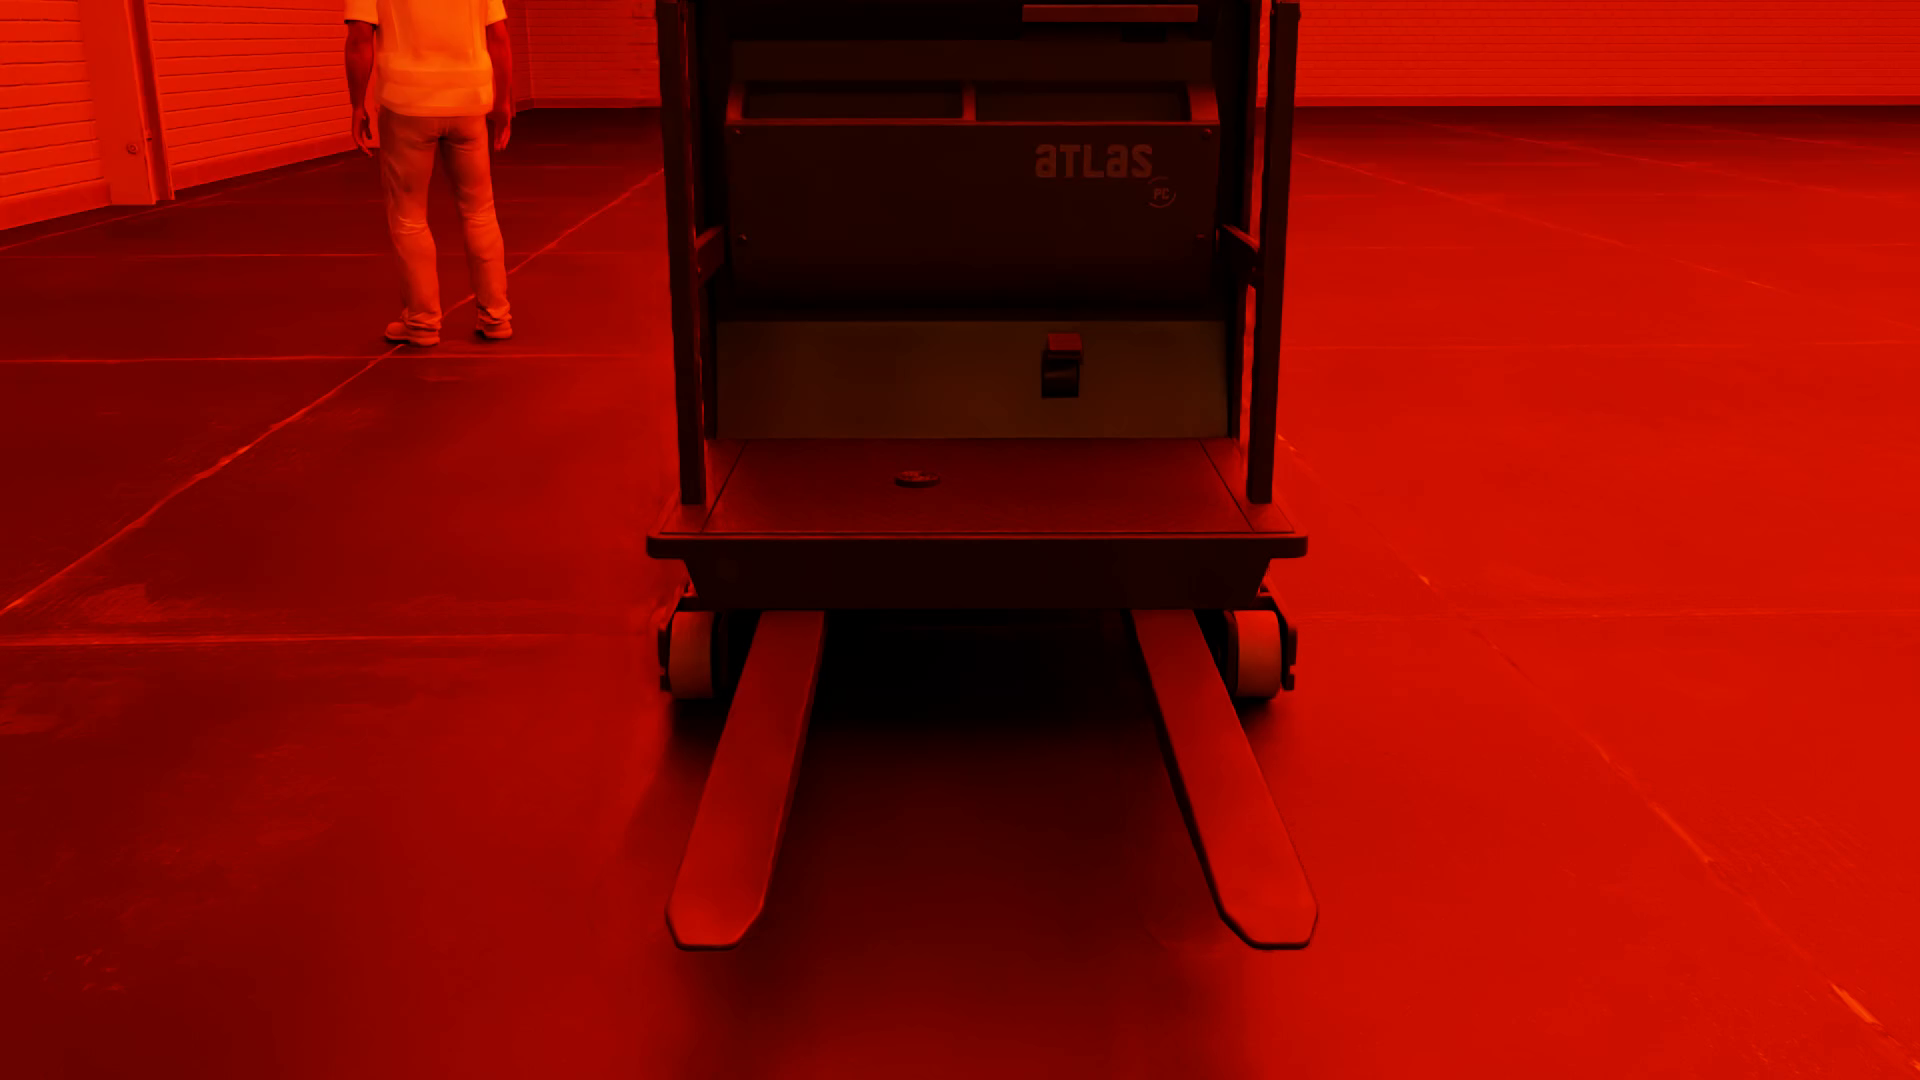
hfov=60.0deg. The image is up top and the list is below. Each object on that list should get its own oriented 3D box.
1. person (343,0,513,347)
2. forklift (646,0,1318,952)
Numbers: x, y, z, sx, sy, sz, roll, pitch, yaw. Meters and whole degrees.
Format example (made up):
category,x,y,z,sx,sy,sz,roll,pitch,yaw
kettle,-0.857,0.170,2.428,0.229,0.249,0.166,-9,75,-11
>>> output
category,x,y,z,sx,sy,sz,roll,pitch,yaw
person,-1.980,-1.622,6.220,0.628,1.759,0.454,-12,21,-34
forklift,0.026,-1.203,2.840,1.130,2.935,3.031,0,17,0
